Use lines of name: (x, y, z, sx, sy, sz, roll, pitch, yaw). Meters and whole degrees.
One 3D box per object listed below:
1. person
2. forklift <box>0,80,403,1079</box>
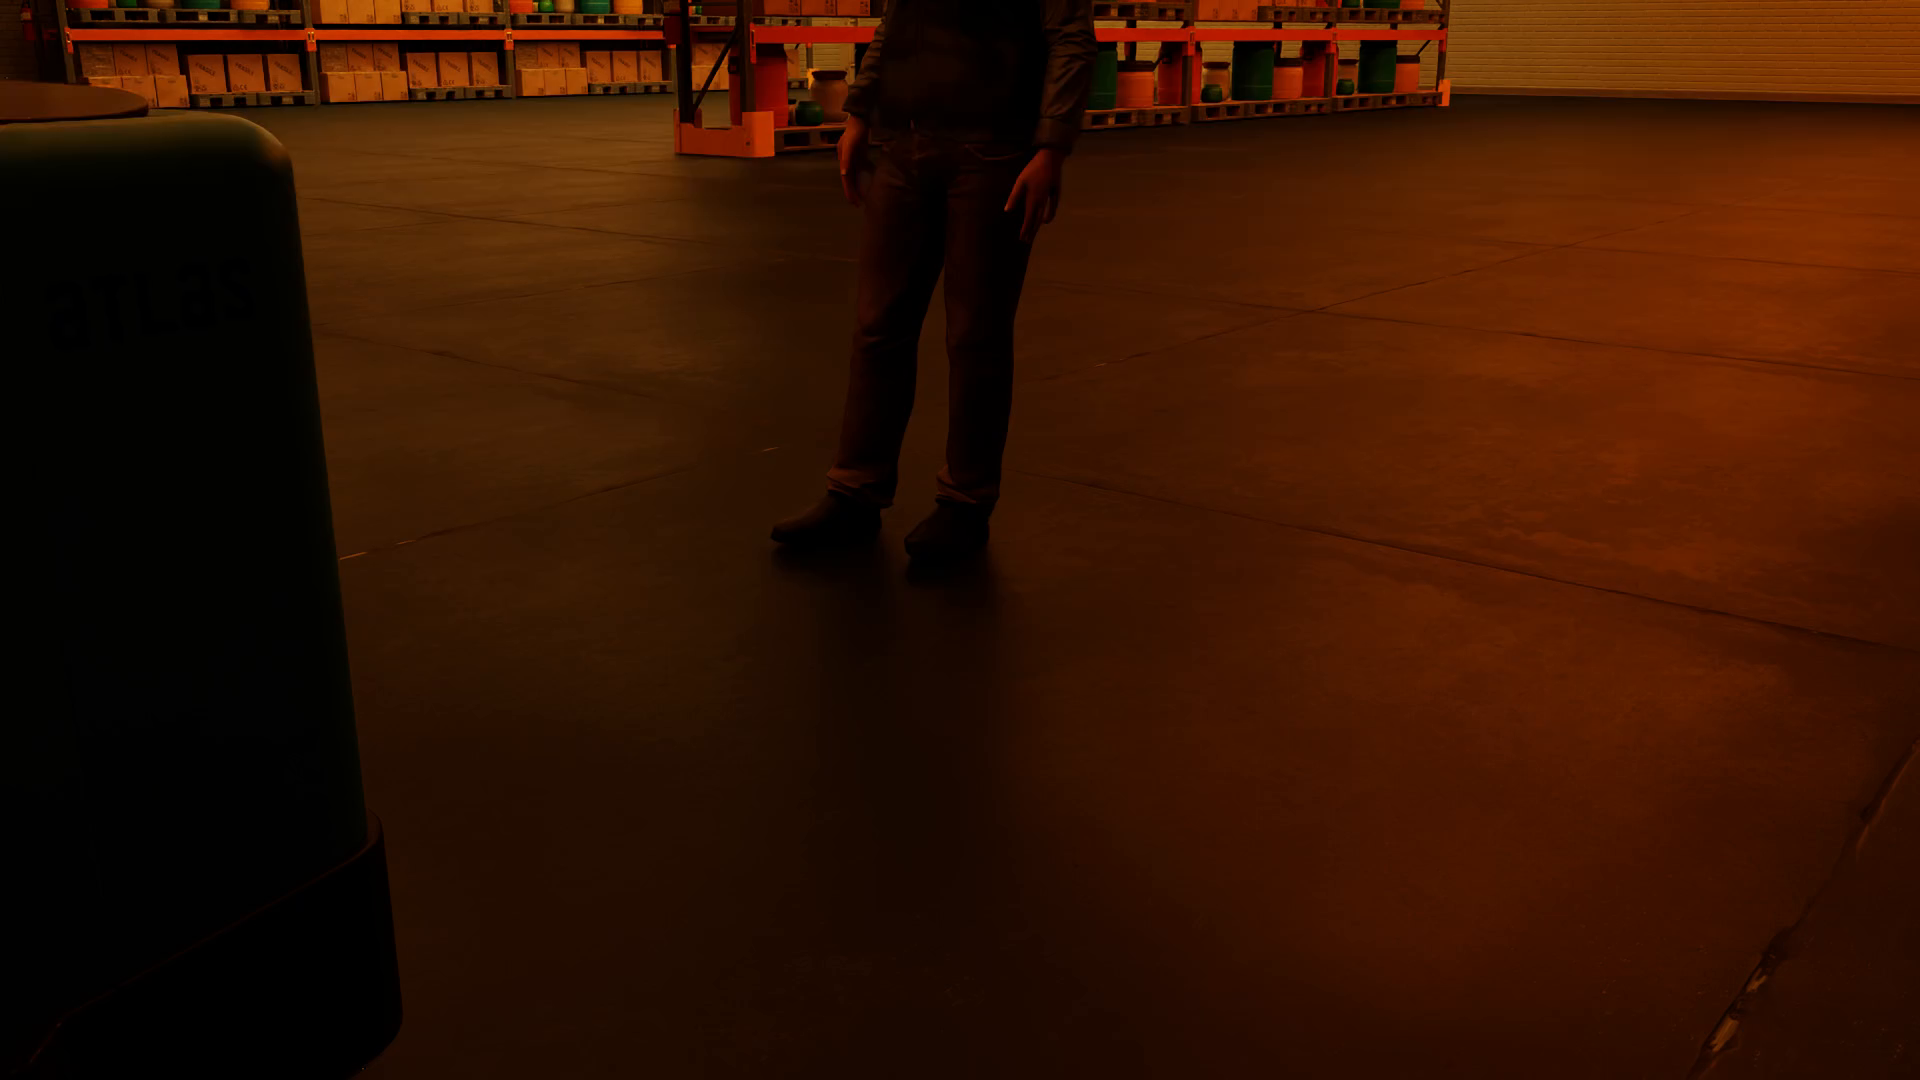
person: (-0.046, -0.818, 3.649, 0.632, 1.720, 0.568, 13, 21, 37)
forklift: (-1.761, -0.473, 0.455, 1.130, 2.935, 3.031, 9, 19, 26)
